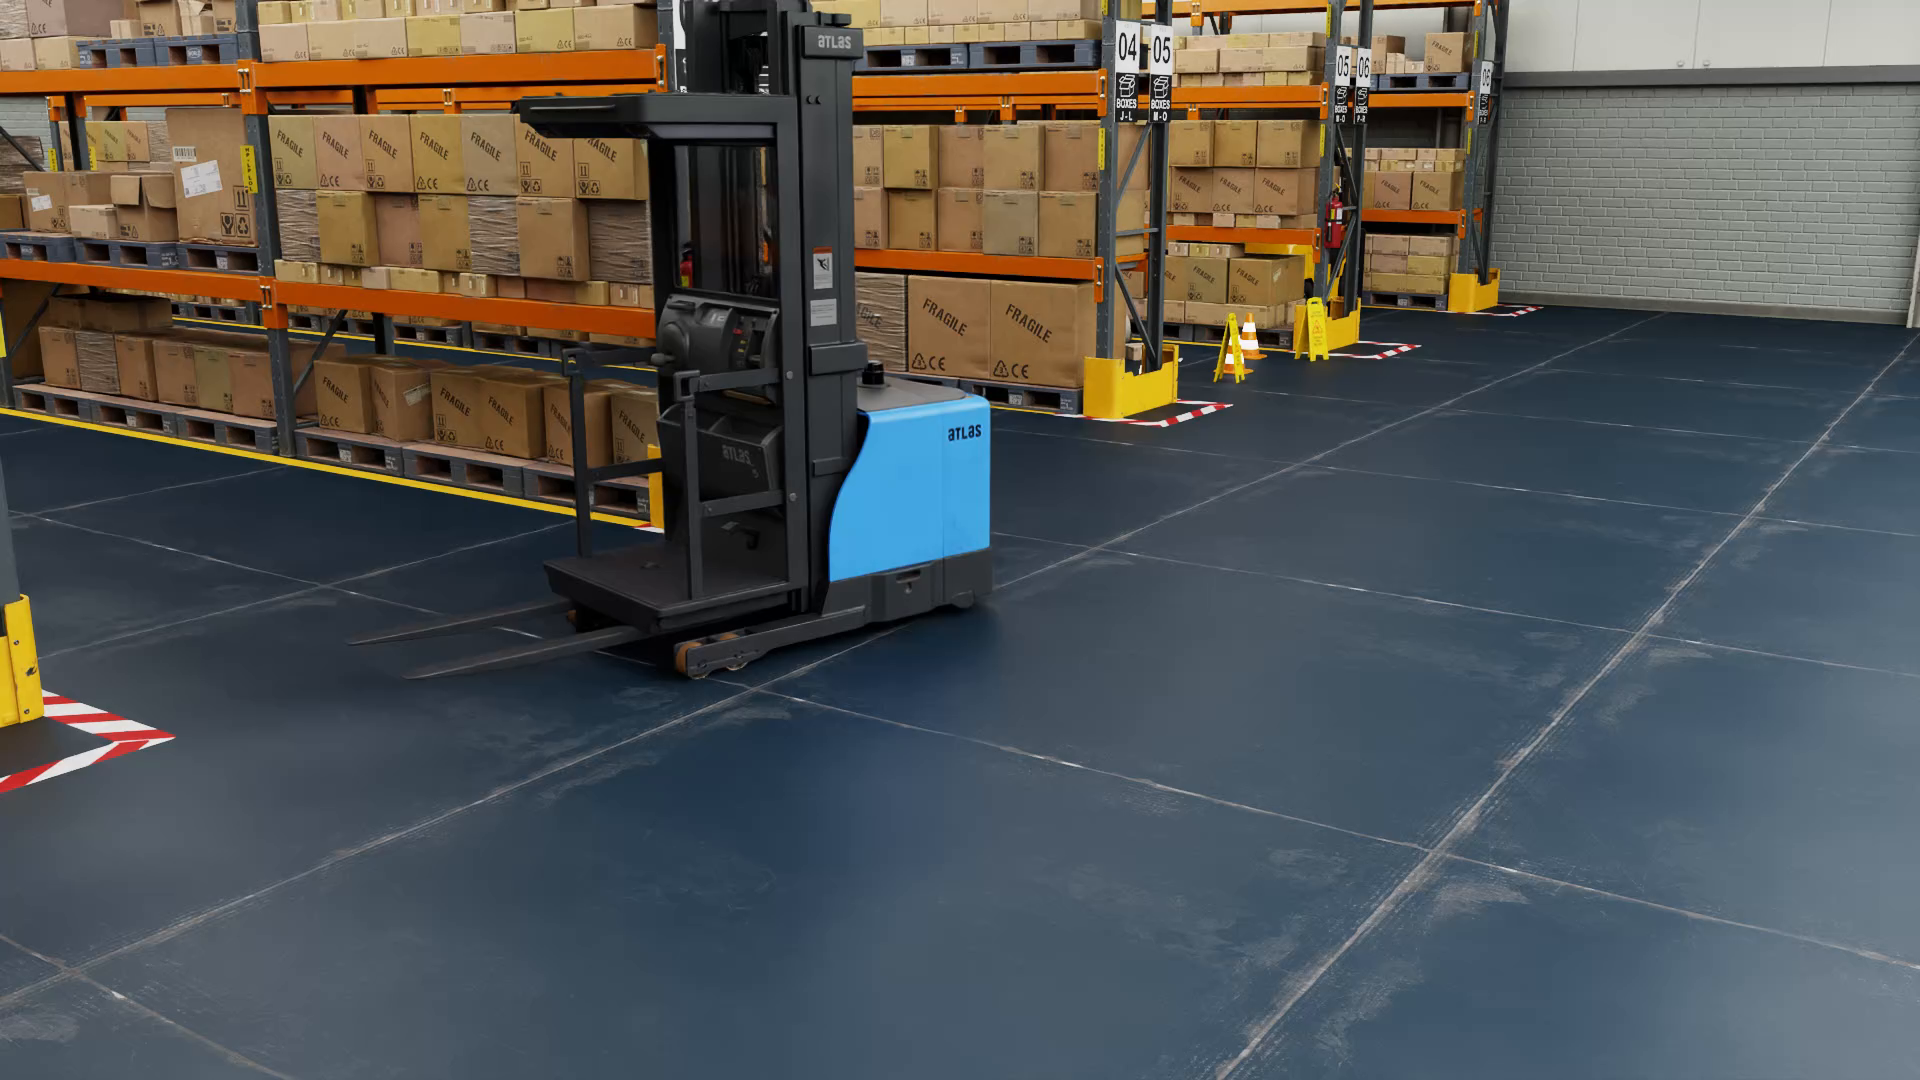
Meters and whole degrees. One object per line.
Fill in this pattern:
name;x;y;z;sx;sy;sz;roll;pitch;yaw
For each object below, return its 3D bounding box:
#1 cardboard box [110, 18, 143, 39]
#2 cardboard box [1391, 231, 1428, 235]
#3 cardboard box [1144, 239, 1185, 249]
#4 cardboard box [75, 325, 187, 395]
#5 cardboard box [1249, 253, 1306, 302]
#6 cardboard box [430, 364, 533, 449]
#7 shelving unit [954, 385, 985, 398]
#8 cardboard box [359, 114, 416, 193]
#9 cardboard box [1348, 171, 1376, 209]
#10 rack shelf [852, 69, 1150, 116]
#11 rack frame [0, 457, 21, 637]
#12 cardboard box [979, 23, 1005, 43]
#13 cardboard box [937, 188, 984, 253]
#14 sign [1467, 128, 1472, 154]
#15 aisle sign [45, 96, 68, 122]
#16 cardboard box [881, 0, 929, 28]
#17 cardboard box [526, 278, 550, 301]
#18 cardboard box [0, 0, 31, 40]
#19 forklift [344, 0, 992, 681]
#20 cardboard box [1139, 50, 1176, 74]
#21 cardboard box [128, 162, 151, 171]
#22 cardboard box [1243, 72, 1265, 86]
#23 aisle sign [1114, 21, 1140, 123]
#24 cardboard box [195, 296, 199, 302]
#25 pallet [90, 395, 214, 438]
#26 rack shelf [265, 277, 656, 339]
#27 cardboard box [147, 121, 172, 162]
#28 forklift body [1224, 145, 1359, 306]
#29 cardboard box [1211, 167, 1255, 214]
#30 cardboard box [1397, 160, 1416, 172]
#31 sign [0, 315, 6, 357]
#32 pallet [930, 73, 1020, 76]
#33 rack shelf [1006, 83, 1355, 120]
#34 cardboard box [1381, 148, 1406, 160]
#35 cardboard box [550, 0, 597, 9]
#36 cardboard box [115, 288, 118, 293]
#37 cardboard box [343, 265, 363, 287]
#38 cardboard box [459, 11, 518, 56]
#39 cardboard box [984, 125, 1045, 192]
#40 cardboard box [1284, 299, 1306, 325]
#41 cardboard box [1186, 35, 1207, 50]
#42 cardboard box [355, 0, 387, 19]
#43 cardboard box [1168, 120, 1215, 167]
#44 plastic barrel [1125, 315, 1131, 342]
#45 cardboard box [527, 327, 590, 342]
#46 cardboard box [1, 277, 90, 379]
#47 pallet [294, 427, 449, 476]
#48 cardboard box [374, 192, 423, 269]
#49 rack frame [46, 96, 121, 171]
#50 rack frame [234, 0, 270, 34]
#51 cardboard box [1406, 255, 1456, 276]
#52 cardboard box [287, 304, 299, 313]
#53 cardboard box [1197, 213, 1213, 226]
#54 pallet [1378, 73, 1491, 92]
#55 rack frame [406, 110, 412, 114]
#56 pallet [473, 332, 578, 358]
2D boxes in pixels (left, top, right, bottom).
cardboard box;-6.318;-3.940;12.867;0.250;0.166;0.380;9;16;31
cardboard box;6.201;-4.115;22.970;0.500;0.250;0.500;9;17;33
cardboard box;3.153;-4.247;24.805;0.625;0.625;0.875;10;17;35
cardboard box;-6.991;-1.541;14.092;0.500;0.500;0.700;8;16;28
cardboard box;3.609;-3.001;18.992;0.500;0.500;0.500;9;16;31
cardboard box;-3.358;-0.948;11.738;0.500;0.500;0.500;8;16;28
shelving unit;-0.007;-0.438;9.719;0.210;0.900;0.258;9;17;33
cardboard box;-3.644;-2.595;11.157;0.500;0.500;0.500;9;17;33
cardboard box;5.505;-4.794;22.739;0.500;0.500;0.500;9;16;32
rack shelf;-0.194;-3.976;14.897;4.000;0.370;1.077;9;17;33
rack frame;-4.151;-0.638;6.158;0.127;3.000;1.000;9;17;33
cardboard box;0.369;-4.267;14.015;0.250;0.149;0.380;9;17;33
cardboard box;0.269;-2.884;14.919;0.550;0.550;0.875;9;17;33
sign;6.597;-5.162;21.533;0.005;0.325;0.100;9;17;33
aisle sign;-12.039;-5.959;22.241;0.004;0.787;0.394;9;17;33
cardboard box;-0.346;-4.593;14.505;0.500;0.250;0.500;9;17;33
cardboard box;-2.565;-1.636;10.712;0.250;0.149;0.380;9;17;33
cardboard box;-7.360;-4.263;13.310;0.500;0.500;0.500;9;17;33
forklift;-1.282;-0.947;7.551;3.031;2.935;1.130;-12;18;-39
cardboard box;2.299;-5.348;18.634;0.500;0.250;0.500;9;17;33
cardboard box;-10.309;-4.622;21.426;0.500;0.500;0.500;9;16;31
cardboard box;3.265;-4.997;18.047;0.250;0.149;0.380;10;17;34
aisle sign;1.357;-3.794;13.495;0.004;0.787;0.394;9;17;33
cardboard box;-9.583;-3.149;21.359;0.250;0.149;0.380;9;16;31
pallet;-6.369;-1.076;13.731;1.213;0.211;1.003;9;17;33
rack shelf;-3.046;-1.545;11.318;4.000;0.370;1.077;9;17;33
cardboard box;-9.882;-5.037;21.022;0.500;0.500;0.500;10;17;34
forklift body;4.319;-4.070;21.790;1.214;2.155;2.313;9;17;33
cardboard box;3.127;-3.880;18.429;0.500;0.500;0.500;9;17;33
cardboard box;6.057;-5.021;22.306;0.250;0.149;0.380;10;17;34
sign;-3.840;-0.881;6.566;0.005;0.325;0.100;9;17;33
pallet;0.372;-5.607;20.379;1.003;0.211;1.213;9;17;33
rack shelf;2.484;-4.977;18.939;4.000;0.370;1.077;9;17;33
cardboard box;5.877;-5.210;22.452;0.250;0.149;0.380;9;17;33
cardboard box;-2.230;-3.250;9.952;0.250;0.149;0.380;8;16;30
cardboard box;-11.082;-3.382;22.301;0.250;0.149;0.380;9;17;33
cardboard box;-4.060;-1.855;11.599;0.250;0.149;0.380;9;17;33
cardboard box;-2.765;-3.160;10.414;0.500;0.250;0.500;10;17;34
cardboard box;0.671;-3.311;14.396;0.550;0.550;0.875;9;17;33
cardboard box;3.629;-2.634;19.069;0.500;0.250;0.500;9;17;32
cardboard box;2.701;-5.501;18.423;0.250;0.149;0.380;9;16;31
cardboard box;-3.736;-3.494;10.934;0.250;0.149;0.380;9;16;32
cardboard box;2.702;-4.422;18.536;0.500;0.500;0.700;9;16;32
plastic barrel;1.585;-2.326;18.339;0.512;0.421;0.421;-4;14;-16
cardboard box;-3.991;-2.569;17.768;0.750;0.750;1.050;9;17;34
cardboard box;-8.586;-1.968;15.077;0.875;0.875;1.225;8;16;30
pallet;-4.129;-0.725;12.314;1.213;0.211;1.003;9;17;33
cardboard box;-3.501;-2.161;11.484;0.500;0.500;0.875;9;17;33
rack frame;-11.811;-4.747;22.756;0.127;3.000;1.000;9;17;33
rack frame;-4.706;-5.074;11.594;0.127;3.000;1.000;9;17;33
cardboard box;6.333;-3.706;22.362;0.500;0.250;0.500;9;16;32
cardboard box;-8.027;-3.049;20.225;0.500;0.500;0.500;10;17;35
cardboard box;2.877;-3.628;18.761;0.250;0.149;0.380;9;17;34
pallet;6.339;-6.105;22.184;1.213;0.211;1.003;9;17;33
rack frame;-9.132;-5.747;26.798;0.127;3.000;1.000;9;17;33
pallet;-4.561;-2.200;18.269;1.213;0.211;1.003;9;17;33
